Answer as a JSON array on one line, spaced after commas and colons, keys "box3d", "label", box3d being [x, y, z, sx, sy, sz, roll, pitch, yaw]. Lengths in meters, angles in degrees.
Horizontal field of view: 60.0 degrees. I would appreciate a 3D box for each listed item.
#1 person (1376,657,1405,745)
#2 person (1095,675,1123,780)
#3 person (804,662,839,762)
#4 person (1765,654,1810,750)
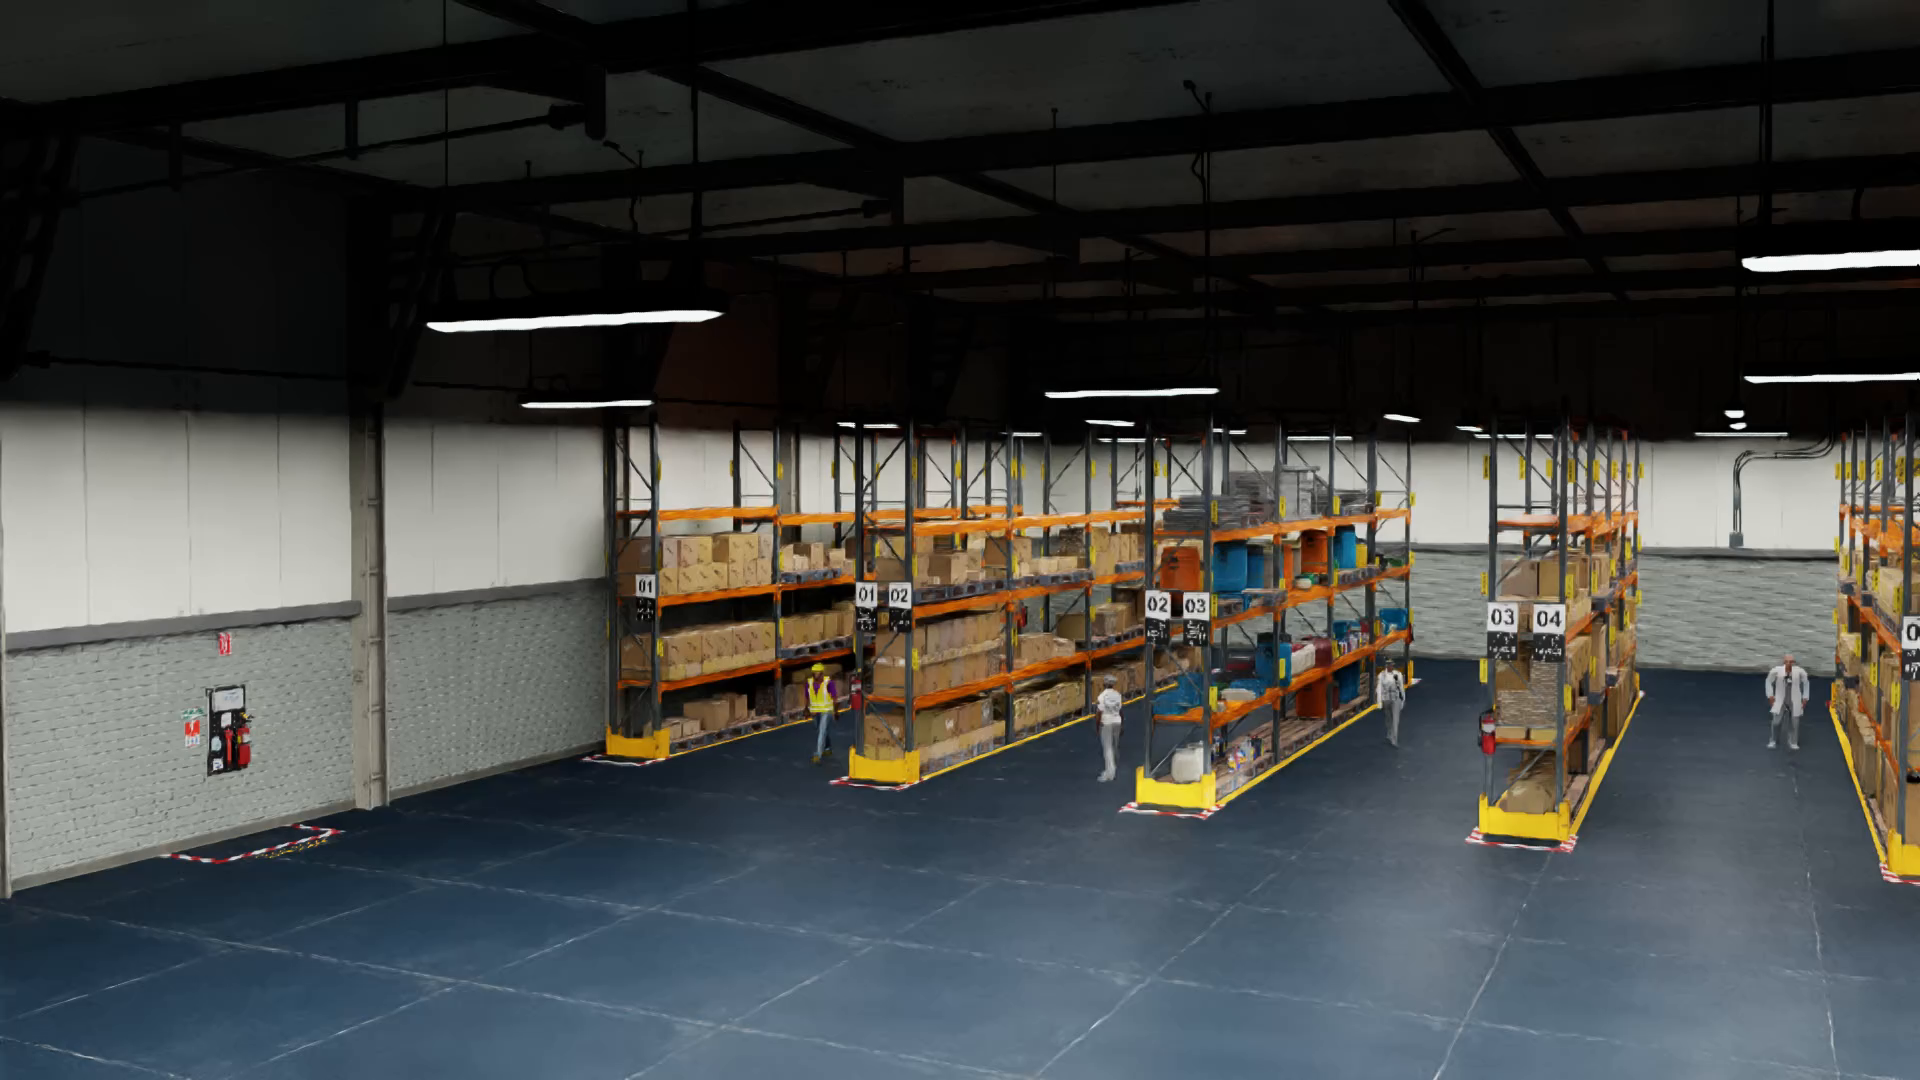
[{"box3d": [7.843, 2.904, 30.338, 0.498, 1.585, 1.075, 1, 3, 23], "label": "person"}, {"box3d": [2.404, 3.022, 26.950, 0.574, 1.663, 0.543, -2, 3, -35], "label": "person"}, {"box3d": [-2.429, 2.934, 28.624, 0.583, 1.686, 1.111, 1, 3, 24], "label": "person"}, {"box3d": [14.816, 2.887, 29.795, 0.729, 1.733, 0.546, 1, 3, 24], "label": "person"}]
